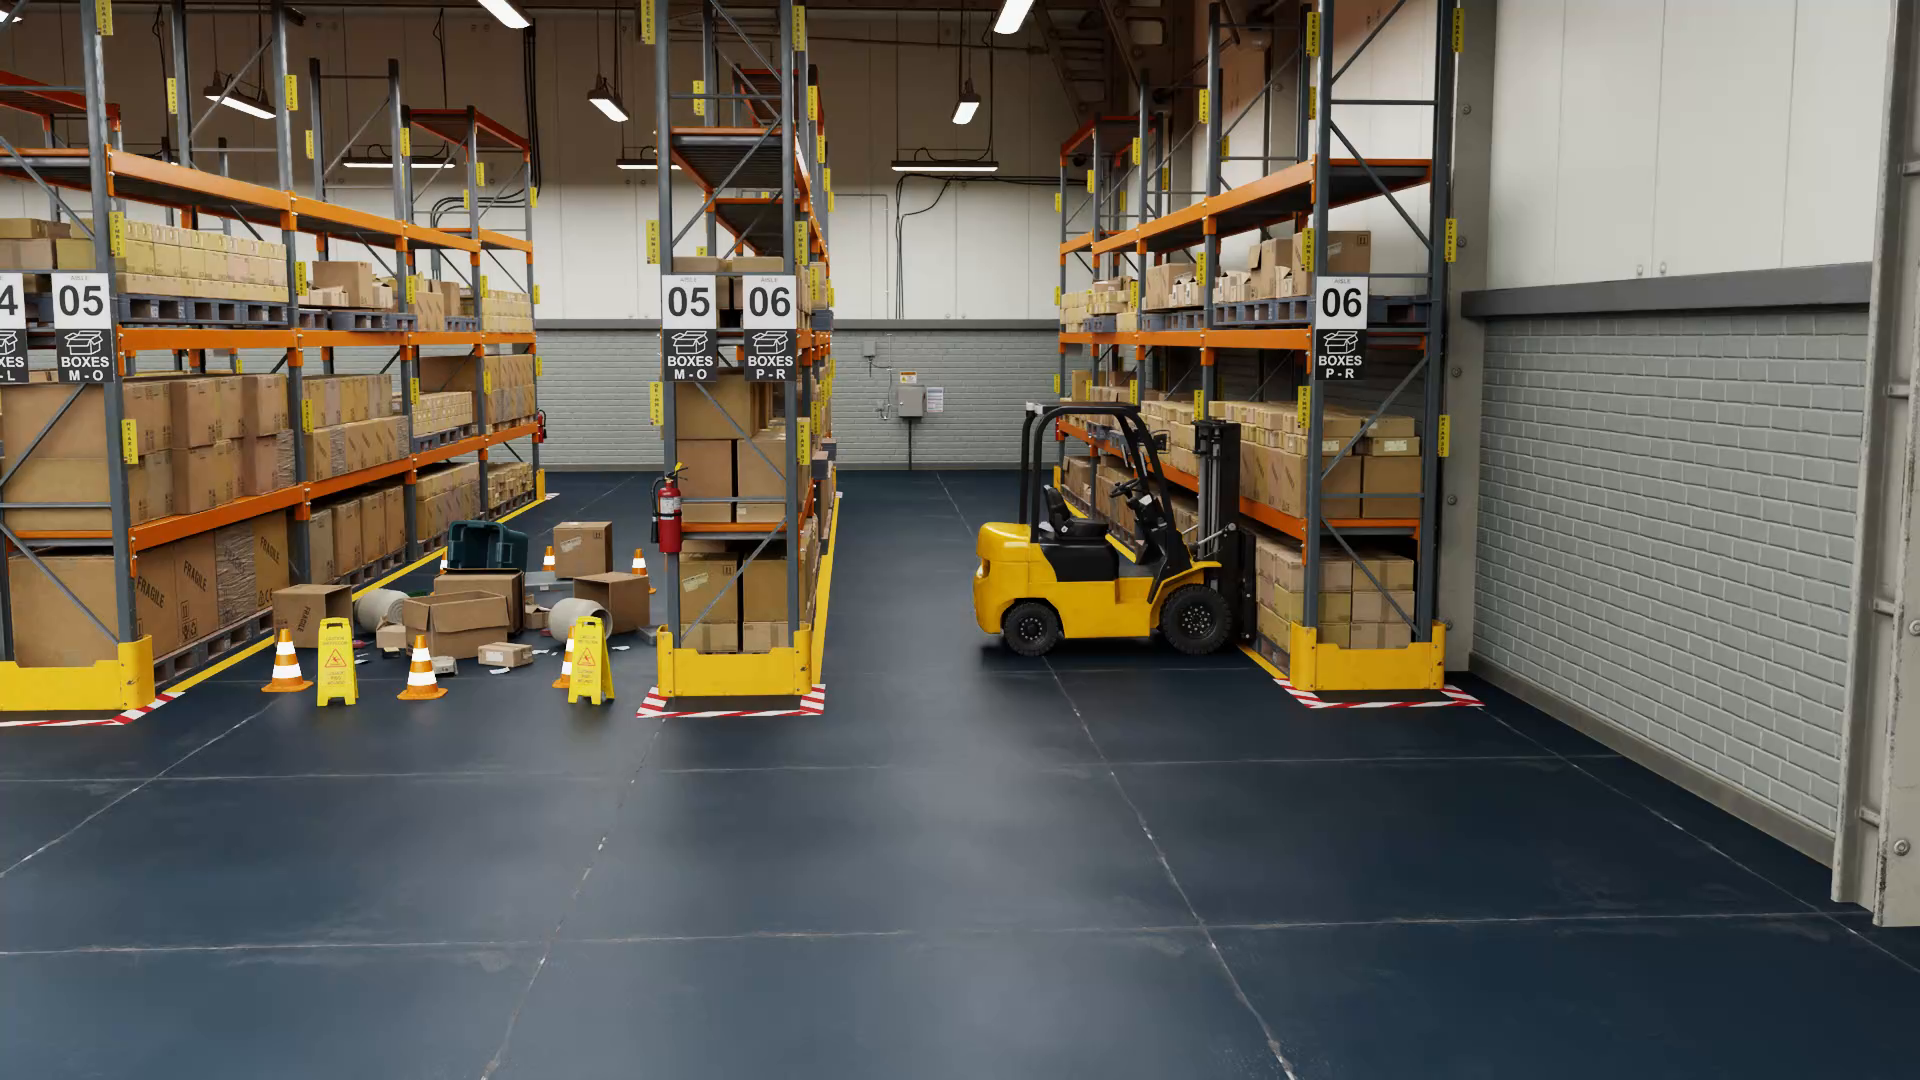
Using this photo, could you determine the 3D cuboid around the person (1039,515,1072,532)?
[{"bbox_3d":[0.842,0.234,17.231,0.809,0.857,0.497,-1,7,-5],"label":"person"}]
